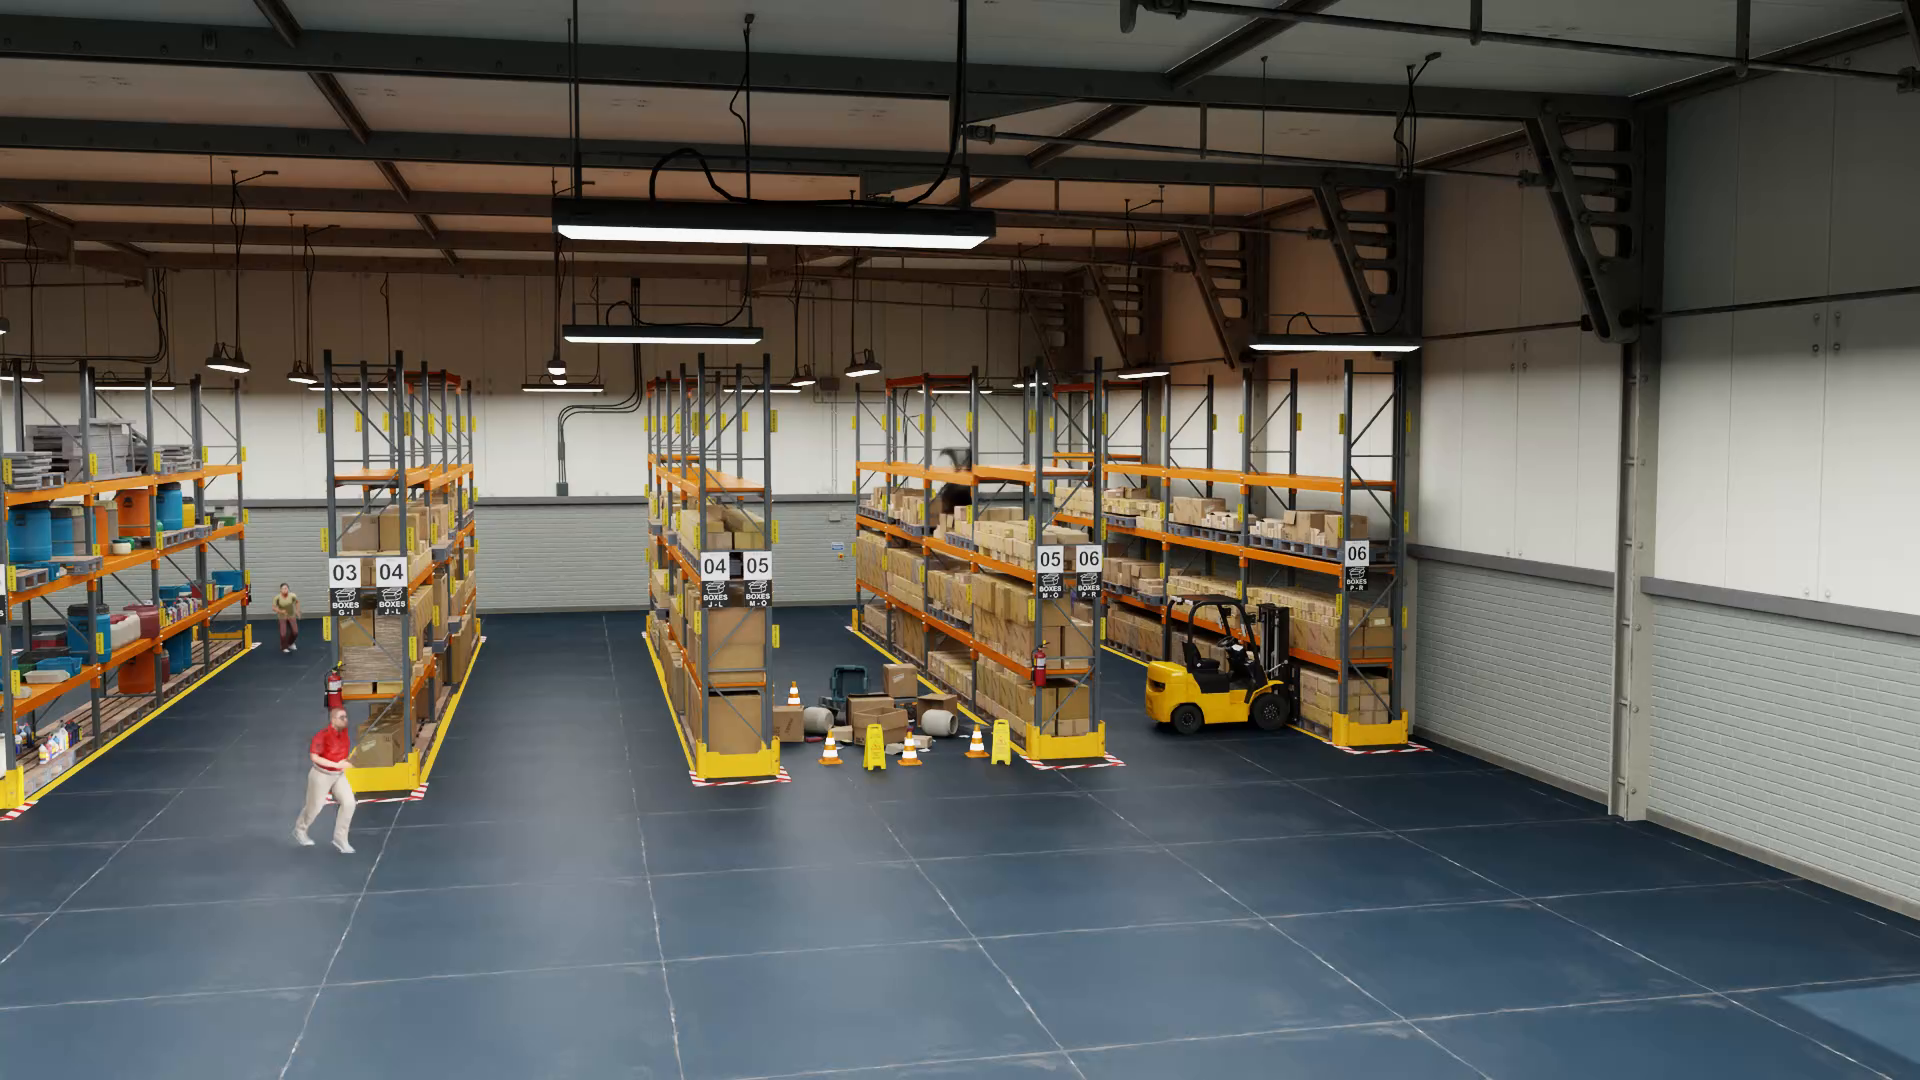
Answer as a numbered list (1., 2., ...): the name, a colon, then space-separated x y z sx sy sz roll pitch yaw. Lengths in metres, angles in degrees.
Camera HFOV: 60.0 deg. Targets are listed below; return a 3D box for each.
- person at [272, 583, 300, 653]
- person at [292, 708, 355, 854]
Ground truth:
1. person: -14.681 1.708 36.248 0.579 1.559 0.726 -2 5 -29
2. person: -7.465 2.823 19.532 0.925 1.746 0.680 2 4 25
